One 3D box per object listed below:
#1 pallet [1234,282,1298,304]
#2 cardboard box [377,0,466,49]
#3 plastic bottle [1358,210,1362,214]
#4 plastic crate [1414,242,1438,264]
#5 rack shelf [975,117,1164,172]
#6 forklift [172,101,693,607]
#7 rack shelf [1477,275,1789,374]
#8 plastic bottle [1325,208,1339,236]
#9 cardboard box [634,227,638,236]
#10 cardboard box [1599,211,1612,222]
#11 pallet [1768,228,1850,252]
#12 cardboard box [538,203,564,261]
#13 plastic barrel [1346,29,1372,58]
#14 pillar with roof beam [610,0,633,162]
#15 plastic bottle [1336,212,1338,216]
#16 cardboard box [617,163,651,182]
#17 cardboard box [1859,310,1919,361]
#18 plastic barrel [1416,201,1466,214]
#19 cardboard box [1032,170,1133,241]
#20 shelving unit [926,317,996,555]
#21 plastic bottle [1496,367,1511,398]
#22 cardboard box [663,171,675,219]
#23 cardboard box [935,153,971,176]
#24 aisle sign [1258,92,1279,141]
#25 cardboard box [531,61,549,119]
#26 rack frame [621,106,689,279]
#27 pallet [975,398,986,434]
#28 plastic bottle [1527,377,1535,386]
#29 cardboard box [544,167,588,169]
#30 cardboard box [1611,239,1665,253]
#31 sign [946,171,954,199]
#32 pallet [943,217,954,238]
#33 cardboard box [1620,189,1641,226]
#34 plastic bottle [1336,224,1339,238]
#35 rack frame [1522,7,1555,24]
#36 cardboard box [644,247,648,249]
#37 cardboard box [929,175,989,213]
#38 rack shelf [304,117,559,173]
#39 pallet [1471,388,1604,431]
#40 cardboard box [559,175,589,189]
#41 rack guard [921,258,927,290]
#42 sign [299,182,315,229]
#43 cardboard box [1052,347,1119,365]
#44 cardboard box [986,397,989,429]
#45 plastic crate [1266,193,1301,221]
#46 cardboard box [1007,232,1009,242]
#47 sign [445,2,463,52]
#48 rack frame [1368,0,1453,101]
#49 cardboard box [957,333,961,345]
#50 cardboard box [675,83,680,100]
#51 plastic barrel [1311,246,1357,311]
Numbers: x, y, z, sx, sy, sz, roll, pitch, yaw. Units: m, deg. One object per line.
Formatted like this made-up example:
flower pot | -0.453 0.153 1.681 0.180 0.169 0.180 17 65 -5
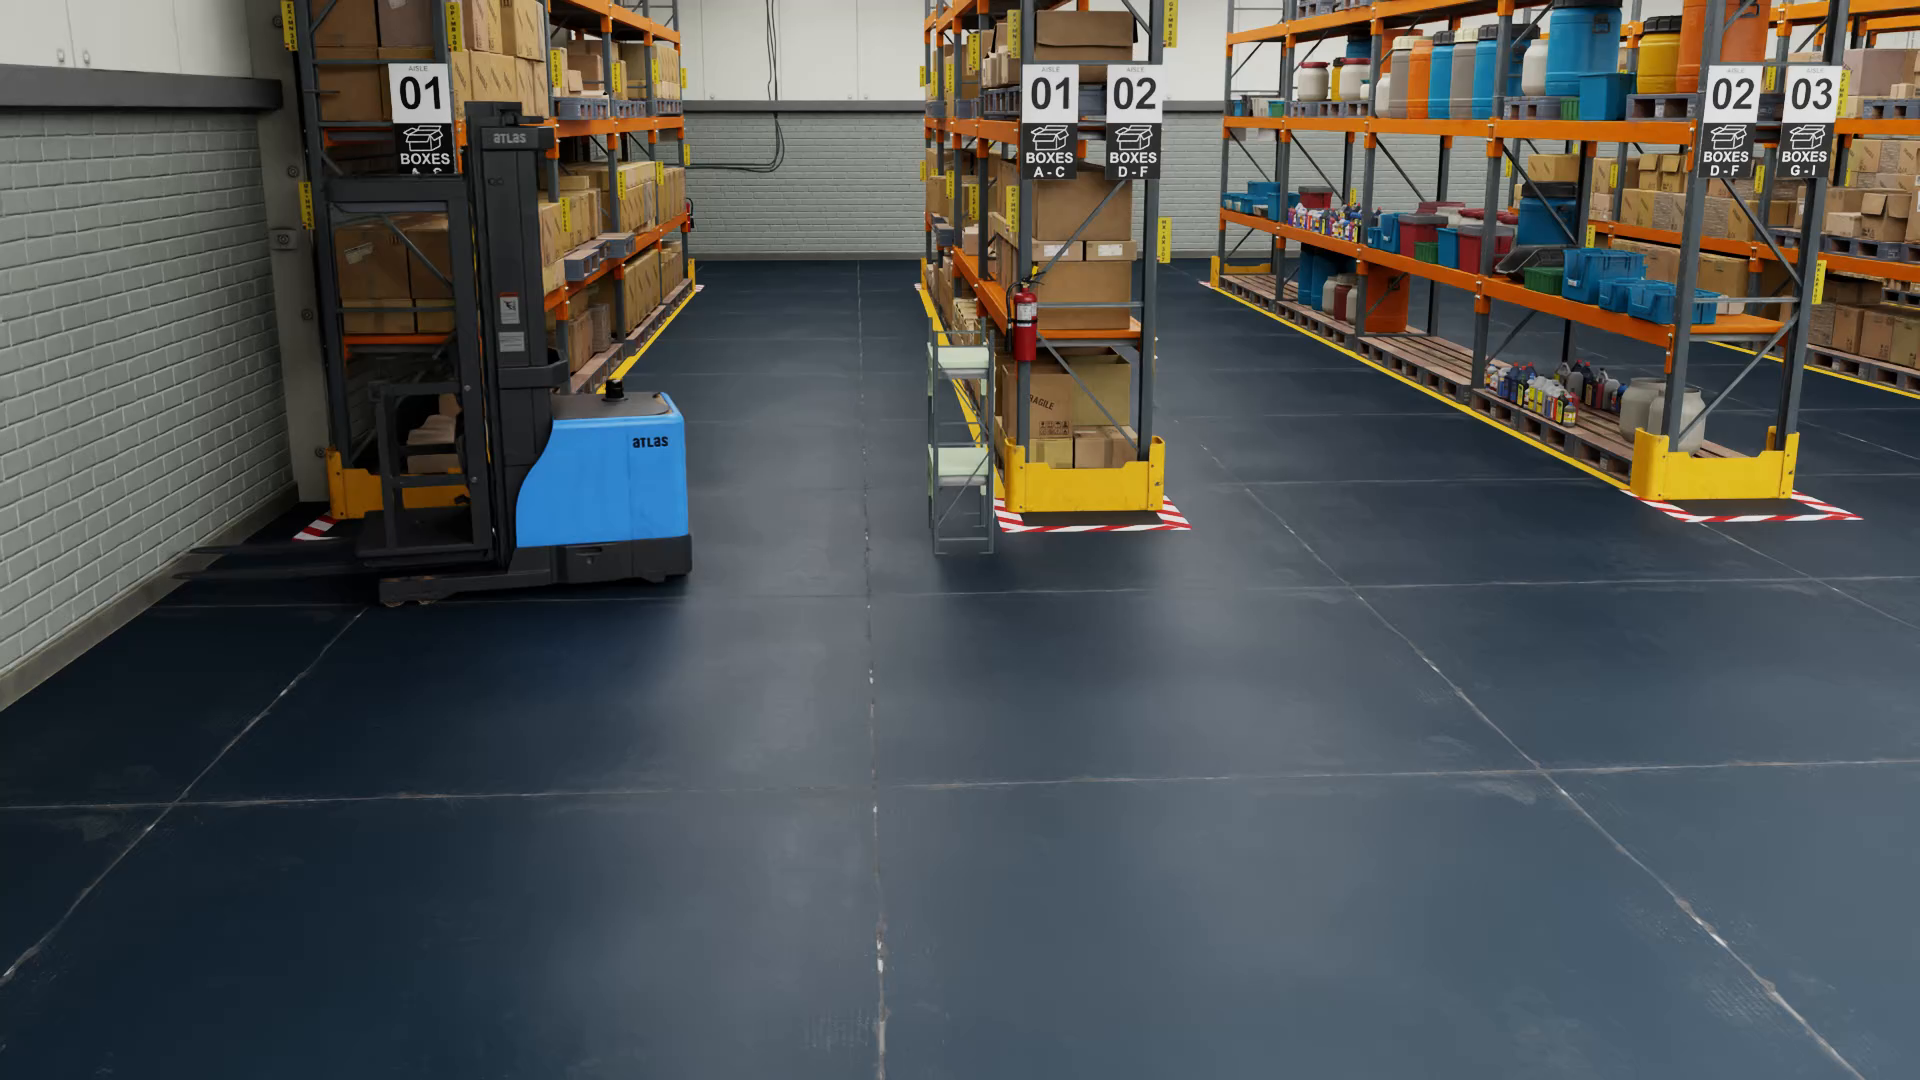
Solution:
pallet | 4.963 -3.909 26.296 1.003 0.211 1.213 -1 14 -3
cardboard box | -3.800 -3.730 11.738 0.500 0.500 0.500 -2 15 -7
plastic bottle | 5.527 -4.404 22.871 0.152 0.276 0.135 -1 14 -3
plastic crate | 5.232 -3.110 18.018 0.450 0.188 0.662 -1 14 -3
rack shelf | 0.802 -3.315 13.814 1.077 0.370 4.000 -1 14 -3
forklift | -3.265 -1.164 10.169 3.031 2.935 1.130 -4 15 -15
rack shelf | 5.746 -1.938 14.481 1.077 0.370 4.000 -1 14 -3
plastic bottle | 4.884 -4.173 21.824 0.144 0.351 0.185 -1 14 -3
cardboard box | -4.418 -4.046 21.694 0.380 0.149 0.250 0 14 -2
cardboard box | 9.724 -4.799 24.661 0.380 0.149 0.250 -1 14 -3
pallet | 10.468 -3.586 19.830 1.213 0.211 1.003 -1 14 -3
cardboard box | -3.928 -2.818 15.215 0.500 0.500 0.500 -1 14 -4
plastic barrel | 5.385 -6.250 21.929 0.600 0.901 0.708 -1 14 -3
pillar with roof beam | -1.744 -9.245 29.398 9.100 9.000 0.400 -1 14 -3
plastic bottle | 5.350 -4.577 23.696 0.097 0.201 0.097 0 14 0
cardboard box | -4.456 -4.946 22.387 0.500 0.250 0.500 -1 14 -2
cardboard box | 10.503 -2.274 18.477 0.700 0.500 0.500 -2 15 -8
plastic barrel | 5.705 -3.733 19.744 0.600 0.536 0.708 -1 14 -3
cardboard box | 0.906 -2.519 12.494 0.700 0.500 0.500 -1 14 -3
shelving unit | 0.000 -0.725 11.333 0.431 1.500 0.755 -1 14 -3
plastic bottle | 5.251 -1.512 15.964 0.152 0.276 0.135 0 14 -1
cardboard box | -4.874 -5.263 25.360 0.980 0.700 0.700 -2 15 -6
cardboard box | -0.108 -5.352 24.100 0.500 0.500 0.500 -1 14 -3
aisle sign | 5.166 -7.049 27.687 0.394 0.787 0.004 -1 14 -3
cardboard box | -3.988 -4.019 14.866 0.500 0.500 0.500 0 14 -2
rack frame | -5.010 -5.615 27.330 1.000 3.000 0.127 -1 14 -3
pallet | 0.685 -1.159 15.608 1.003 0.211 1.213 -1 14 -3
plastic bottle | 5.316 -1.385 15.483 0.097 0.271 0.097 0 14 0
cardboard box | -4.830 -4.428 20.375 0.500 0.250 0.500 -1 14 -5
cardboard box | 10.129 -3.865 23.950 1.225 0.875 0.875 -1 14 -3
sign | -0.111 -4.214 19.722 0.100 0.325 0.005 -1 14 -3
pallet | 0.305 -4.093 21.801 1.003 0.211 1.213 -1 14 -3
cardboard box | 9.849 -4.780 23.883 0.500 0.500 0.500 -1 14 -3
plastic bottle | 4.890 -3.984 21.388 0.097 0.201 0.097 0 14 0
rack frame | 9.822 -8.750 27.474 1.000 3.000 0.127 -1 14 -3
cardboard box | -4.978 -4.399 25.476 0.380 0.149 0.250 -1 14 -4
cardboard box | -0.012 -4.828 23.228 0.700 0.500 0.500 -6 16 -22
rack shelf | -4.142 -3.237 13.513 1.077 0.370 4.000 -1 14 -3
pallet | 5.622 -1.265 16.021 1.003 0.211 1.213 -1 14 -3
cardboard box | -4.463 -4.116 19.117 0.380 0.149 0.250 -3 15 -11
rack guard | -0.061 -4.463 27.869 1.175 0.500 0.348 -1 14 -3
sign | -4.574 -2.346 11.667 0.100 0.325 0.005 -1 14 -3
cardboard box | 1.038 -1.333 13.859 0.500 0.500 0.500 -1 14 -3
cardboard box | 0.492 -1.087 14.405 0.500 0.250 0.500 -1 14 -3
plastic crate | 4.757 -4.905 24.483 0.392 0.384 0.575 -1 14 -3
cardboard box | 0.601 -2.616 14.170 0.380 0.149 0.250 -1 14 -4
sign | -3.477 -3.520 11.414 0.100 0.325 0.005 -1 14 -3
rack frame | 5.374 -6.684 19.444 1.000 3.000 0.127 -1 14 -3
cardboard box | 0.239 -2.186 18.676 0.500 0.250 0.500 -1 14 -5
cardboard box | -4.699 -7.069 26.218 0.500 0.250 0.500 0 14 -2
plastic barrel | 5.187 -3.649 23.056 0.600 0.901 0.708 -1 14 -3
